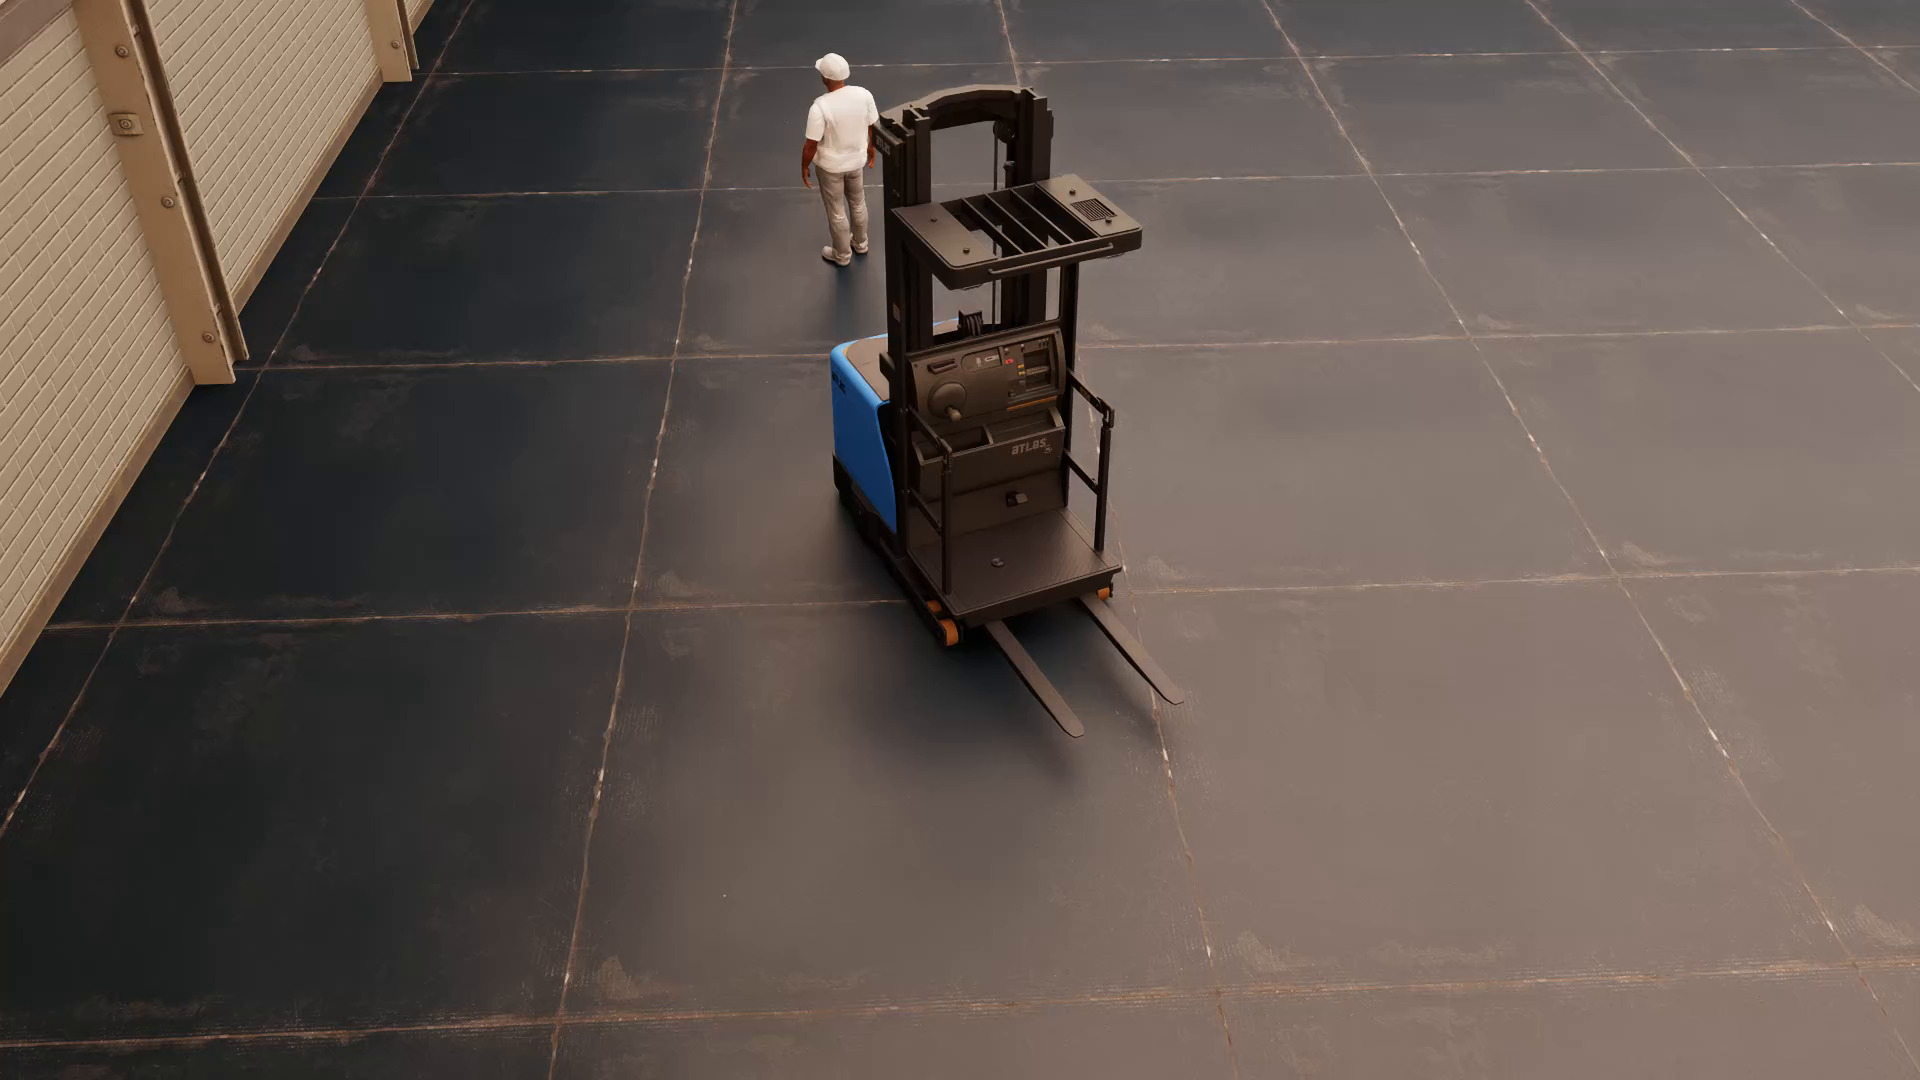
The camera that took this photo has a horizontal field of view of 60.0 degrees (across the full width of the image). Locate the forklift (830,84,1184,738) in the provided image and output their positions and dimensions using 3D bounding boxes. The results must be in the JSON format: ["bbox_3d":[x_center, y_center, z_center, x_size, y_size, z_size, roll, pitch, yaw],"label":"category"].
[{"bbox_3d":[0.258,-0.860,9.192,1.130,2.935,3.031,-15,39,-20],"label":"forklift"}]

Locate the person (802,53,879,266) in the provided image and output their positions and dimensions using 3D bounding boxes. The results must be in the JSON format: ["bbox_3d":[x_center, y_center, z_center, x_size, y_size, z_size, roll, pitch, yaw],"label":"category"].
[{"bbox_3d":[-0.980,-3.018,13.132,0.666,1.767,0.576,-20,41,-25],"label":"person"}]
